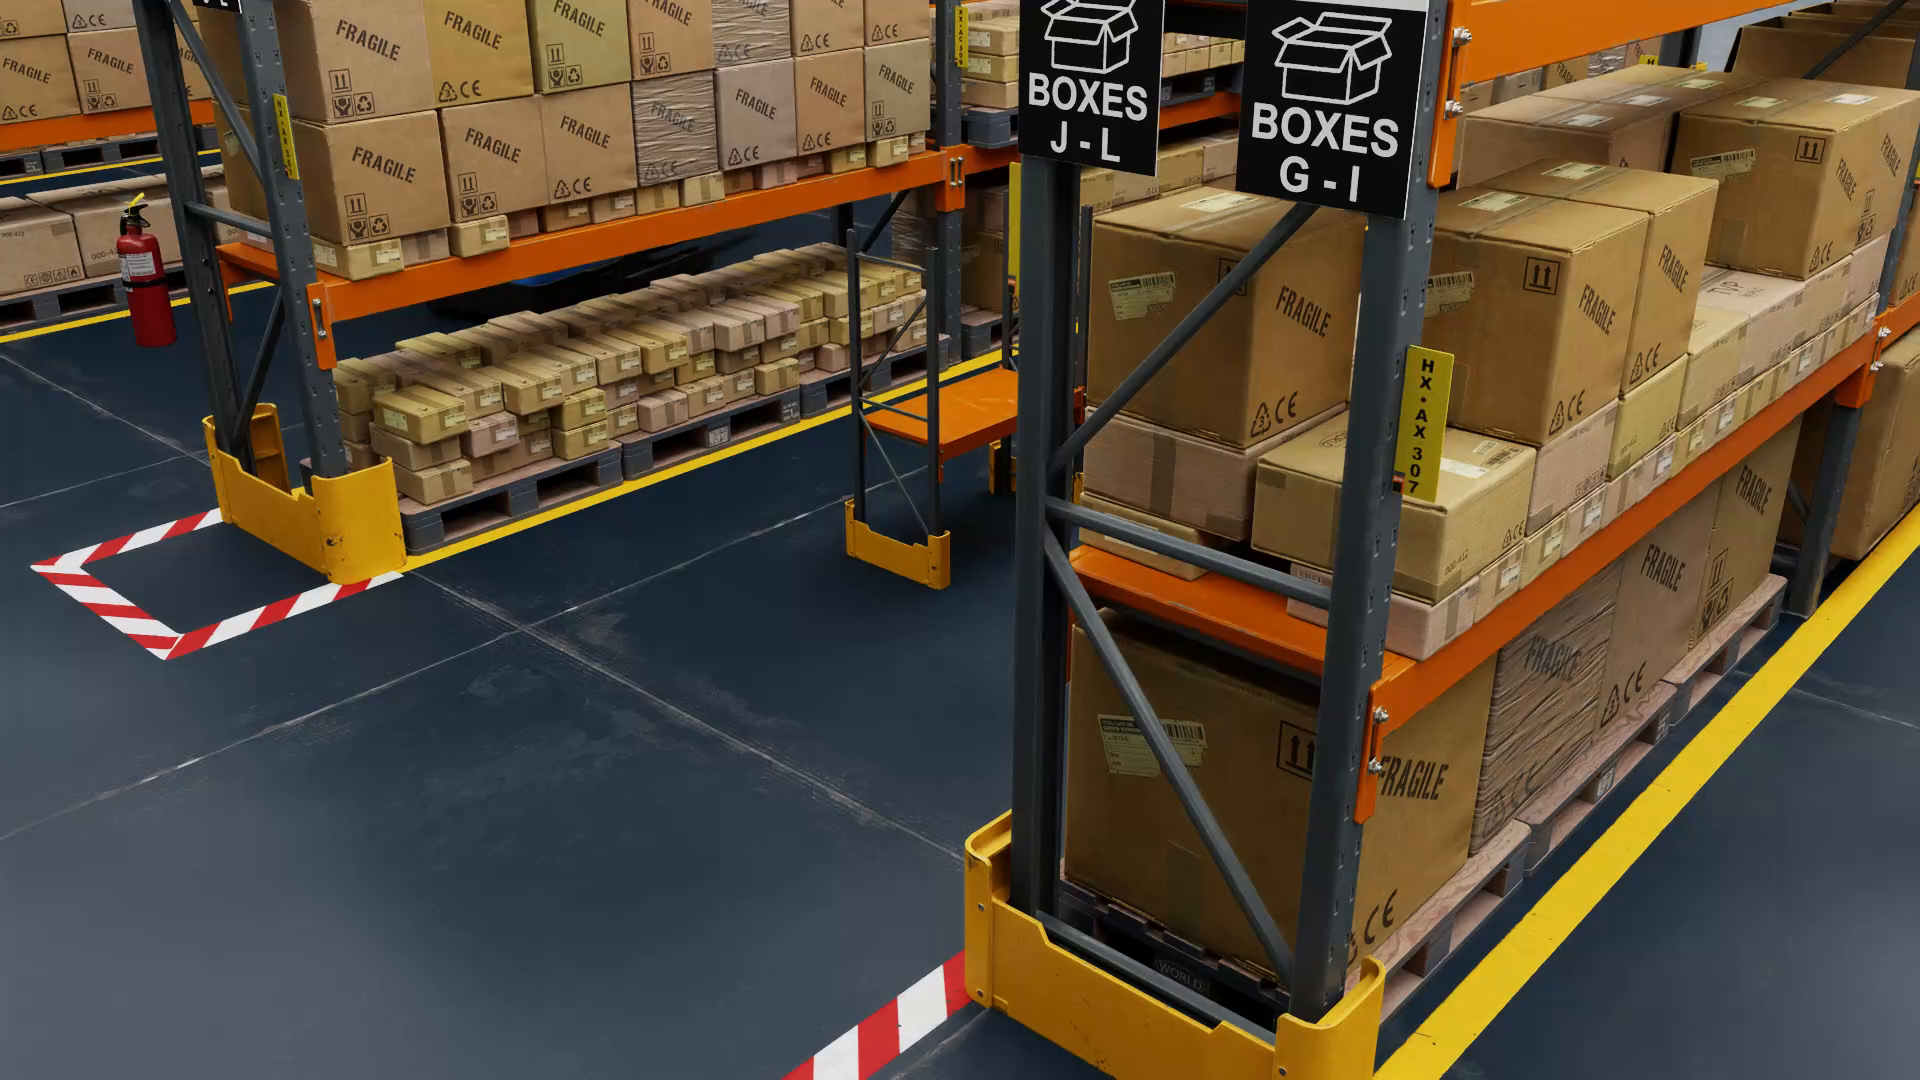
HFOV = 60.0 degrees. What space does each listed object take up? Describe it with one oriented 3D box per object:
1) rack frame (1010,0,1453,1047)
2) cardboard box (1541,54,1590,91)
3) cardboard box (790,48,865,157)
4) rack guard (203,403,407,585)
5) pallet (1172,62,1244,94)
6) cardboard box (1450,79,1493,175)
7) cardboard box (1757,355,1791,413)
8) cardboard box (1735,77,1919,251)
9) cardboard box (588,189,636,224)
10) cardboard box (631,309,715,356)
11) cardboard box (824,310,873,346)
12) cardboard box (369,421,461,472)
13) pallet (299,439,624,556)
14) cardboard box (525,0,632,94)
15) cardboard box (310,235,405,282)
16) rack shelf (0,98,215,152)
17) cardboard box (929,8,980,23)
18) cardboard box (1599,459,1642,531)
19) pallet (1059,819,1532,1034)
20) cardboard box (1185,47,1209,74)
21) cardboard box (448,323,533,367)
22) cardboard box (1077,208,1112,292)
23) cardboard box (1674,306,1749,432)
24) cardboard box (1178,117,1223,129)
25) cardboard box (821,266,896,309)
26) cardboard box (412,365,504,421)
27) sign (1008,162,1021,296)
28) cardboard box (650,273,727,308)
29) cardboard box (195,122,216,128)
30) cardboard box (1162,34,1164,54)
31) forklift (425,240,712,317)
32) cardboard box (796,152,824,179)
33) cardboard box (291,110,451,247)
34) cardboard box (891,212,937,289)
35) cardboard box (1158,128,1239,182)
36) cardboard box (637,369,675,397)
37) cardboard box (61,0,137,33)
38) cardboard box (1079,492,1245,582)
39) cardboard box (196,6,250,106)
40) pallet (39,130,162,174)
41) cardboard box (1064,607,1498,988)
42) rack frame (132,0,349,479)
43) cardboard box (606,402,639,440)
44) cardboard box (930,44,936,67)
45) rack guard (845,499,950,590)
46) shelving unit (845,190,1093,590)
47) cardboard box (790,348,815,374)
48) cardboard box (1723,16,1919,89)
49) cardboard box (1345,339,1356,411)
[{"bbox_3d":[0.553,0.038,3.998,1.000,3.000,0.127,20,31,38],"label":"rack frame"},{"bbox_3d":[5.408,-4.398,15.975,0.875,0.875,0.875,21,31,38],"label":"cardboard box"},{"bbox_3d":[-0.863,-2.365,8.872,0.500,0.500,0.500,19,30,36],"label":"cardboard box"},{"bbox_3d":[-3.022,-0.229,7.651,1.175,0.500,0.348,20,31,38],"label":"rack guard"},{"bbox_3d":[1.870,-3.451,12.014,1.213,0.211,1.003,20,31,38],"label":"pallet"},{"bbox_3d":[3.942,-3.662,14.487,1.050,0.750,0.750,20,31,38],"label":"cardboard box"},{"bbox_3d":[2.577,-0.570,5.662,0.380,0.149,0.250,21,31,38],"label":"cardboard box"},{"bbox_3d":[3.115,-1.377,6.058,0.500,0.500,0.500,21,32,39],"label":"cardboard box"},{"bbox_3d":[-1.798,-1.657,8.087,0.380,0.149,0.250,19,31,37],"label":"cardboard box"},{"bbox_3d":[-1.510,-1.085,8.748,0.380,0.149,0.250,20,31,38],"label":"cardboard box"},{"bbox_3d":[-0.714,-1.237,9.450,0.380,0.149,0.250,19,30,36],"label":"cardboard box"},{"bbox_3d":[-2.532,-0.463,7.724,0.380,0.149,0.250,22,32,40],"label":"cardboard box"},{"bbox_3d":[-2.453,-0.336,8.240,1.003,0.211,1.213,20,31,38],"label":"pallet"},{"bbox_3d":[-1.880,-2.357,7.632,0.500,0.500,0.500,19,31,36],"label":"cardboard box"},{"bbox_3d":[-2.612,-1.242,7.160,0.380,0.149,0.250,20,31,37],"label":"cardboard box"},{"bbox_3d":[-5.492,-2.949,11.540,1.077,0.370,4.000,20,31,38],"label":"rack shelf"},{"bbox_3d":[-0.102,-3.172,10.224,0.380,0.149,0.250,19,30,36],"label":"cardboard box"},{"bbox_3d":[1.721,-0.179,4.790,0.380,0.149,0.250,19,31,37],"label":"cardboard box"},{"bbox_3d":[1.029,1.046,5.160,1.003,0.211,1.213,20,31,38],"label":"pallet"},{"bbox_3d":[1.420,-3.196,11.006,0.380,0.149,0.250,21,32,39],"label":"cardboard box"},{"bbox_3d":[-2.399,-0.976,8.504,0.380,0.149,0.250,19,30,36],"label":"cardboard box"},{"bbox_3d":[0.639,-1.931,10.932,0.500,0.500,0.500,22,32,40],"label":"cardboard box"},{"bbox_3d":[2.099,-0.574,5.184,0.500,0.250,0.500,19,31,37],"label":"cardboard box"},{"bbox_3d":[1.626,-3.034,12.475,0.500,0.250,0.500,18,30,35],"label":"cardboard box"},{"bbox_3d":[-0.588,-1.460,9.583,0.380,0.149,0.250,21,31,38],"label":"cardboard box"},{"bbox_3d":[-2.376,-0.693,7.873,0.380,0.149,0.250,21,31,38],"label":"cardboard box"},{"bbox_3d":[0.159,-0.751,4.053,0.100,0.325,0.005,20,31,38],"label":"sign"},{"bbox_3d":[-1.535,-1.380,9.406,0.380,0.149,0.250,21,32,39],"label":"cardboard box"},{"bbox_3d":[-7.365,-4.378,16.389,0.500,0.500,0.500,22,32,40],"label":"cardboard box"},{"bbox_3d":[1.074,-3.174,10.593,0.380,0.149,0.250,20,31,37],"label":"cardboard box"},{"bbox_3d":[-2.468,-3.306,11.541,1.130,2.935,3.031,12,27,24],"label":"forklift"},{"bbox_3d":[-0.956,-2.067,9.001,0.380,0.149,0.250,19,30,36],"label":"cardboard box"},{"bbox_3d":[-2.567,-1.590,7.143,0.500,0.500,0.500,22,32,40],"label":"cardboard box"},{"bbox_3d":[-0.097,-1.911,10.888,0.500,0.500,0.500,19,31,37],"label":"cardboard box"},{"bbox_3d":[1.676,-2.741,11.822,0.500,0.250,0.500,21,31,38],"label":"cardboard box"},{"bbox_3d":[-1.701,-0.879,8.652,0.380,0.149,0.250,22,32,40],"label":"cardboard box"},{"bbox_3d":[-5.617,-3.556,10.671,0.500,0.500,0.500,20,31,37],"label":"cardboard box"},{"bbox_3d":[0.546,-0.046,4.492,0.380,0.149,0.250,21,32,38],"label":"cardboard box"},{"bbox_3d":[-2.953,-2.192,7.264,0.500,0.500,0.500,19,31,36],"label":"cardboard box"},{"bbox_3d":[-8.315,-3.759,15.876,1.003,0.211,1.213,20,31,38],"label":"pallet"},{"bbox_3d":[0.921,0.599,4.831,0.875,0.875,0.875,20,31,38],"label":"cardboard box"},{"bbox_3d":[-3.073,-1.347,7.088,1.000,3.000,0.127,20,31,38],"label":"rack frame"},{"bbox_3d":[-1.859,-0.641,8.485,0.380,0.149,0.250,20,31,38],"label":"cardboard box"},{"bbox_3d":[-0.285,-2.954,10.101,0.380,0.149,0.250,21,32,39],"label":"cardboard box"},{"bbox_3d":[-0.281,0.014,7.412,0.587,0.250,0.087,20,31,38],"label":"rack guard"},{"bbox_3d":[0.051,-0.708,7.495,0.587,1.500,1.083,20,31,38],"label":"shelving unit"},{"bbox_3d":[-1.041,-1.042,9.380,0.380,0.149,0.250,19,31,36],"label":"cardboard box"},{"bbox_3d":[3.643,-1.881,6.930,0.797,0.503,0.637,19,30,36],"label":"cardboard box"},{"bbox_3d":[1.018,-0.404,4.804,0.500,0.250,0.500,19,31,37],"label":"cardboard box"}]
